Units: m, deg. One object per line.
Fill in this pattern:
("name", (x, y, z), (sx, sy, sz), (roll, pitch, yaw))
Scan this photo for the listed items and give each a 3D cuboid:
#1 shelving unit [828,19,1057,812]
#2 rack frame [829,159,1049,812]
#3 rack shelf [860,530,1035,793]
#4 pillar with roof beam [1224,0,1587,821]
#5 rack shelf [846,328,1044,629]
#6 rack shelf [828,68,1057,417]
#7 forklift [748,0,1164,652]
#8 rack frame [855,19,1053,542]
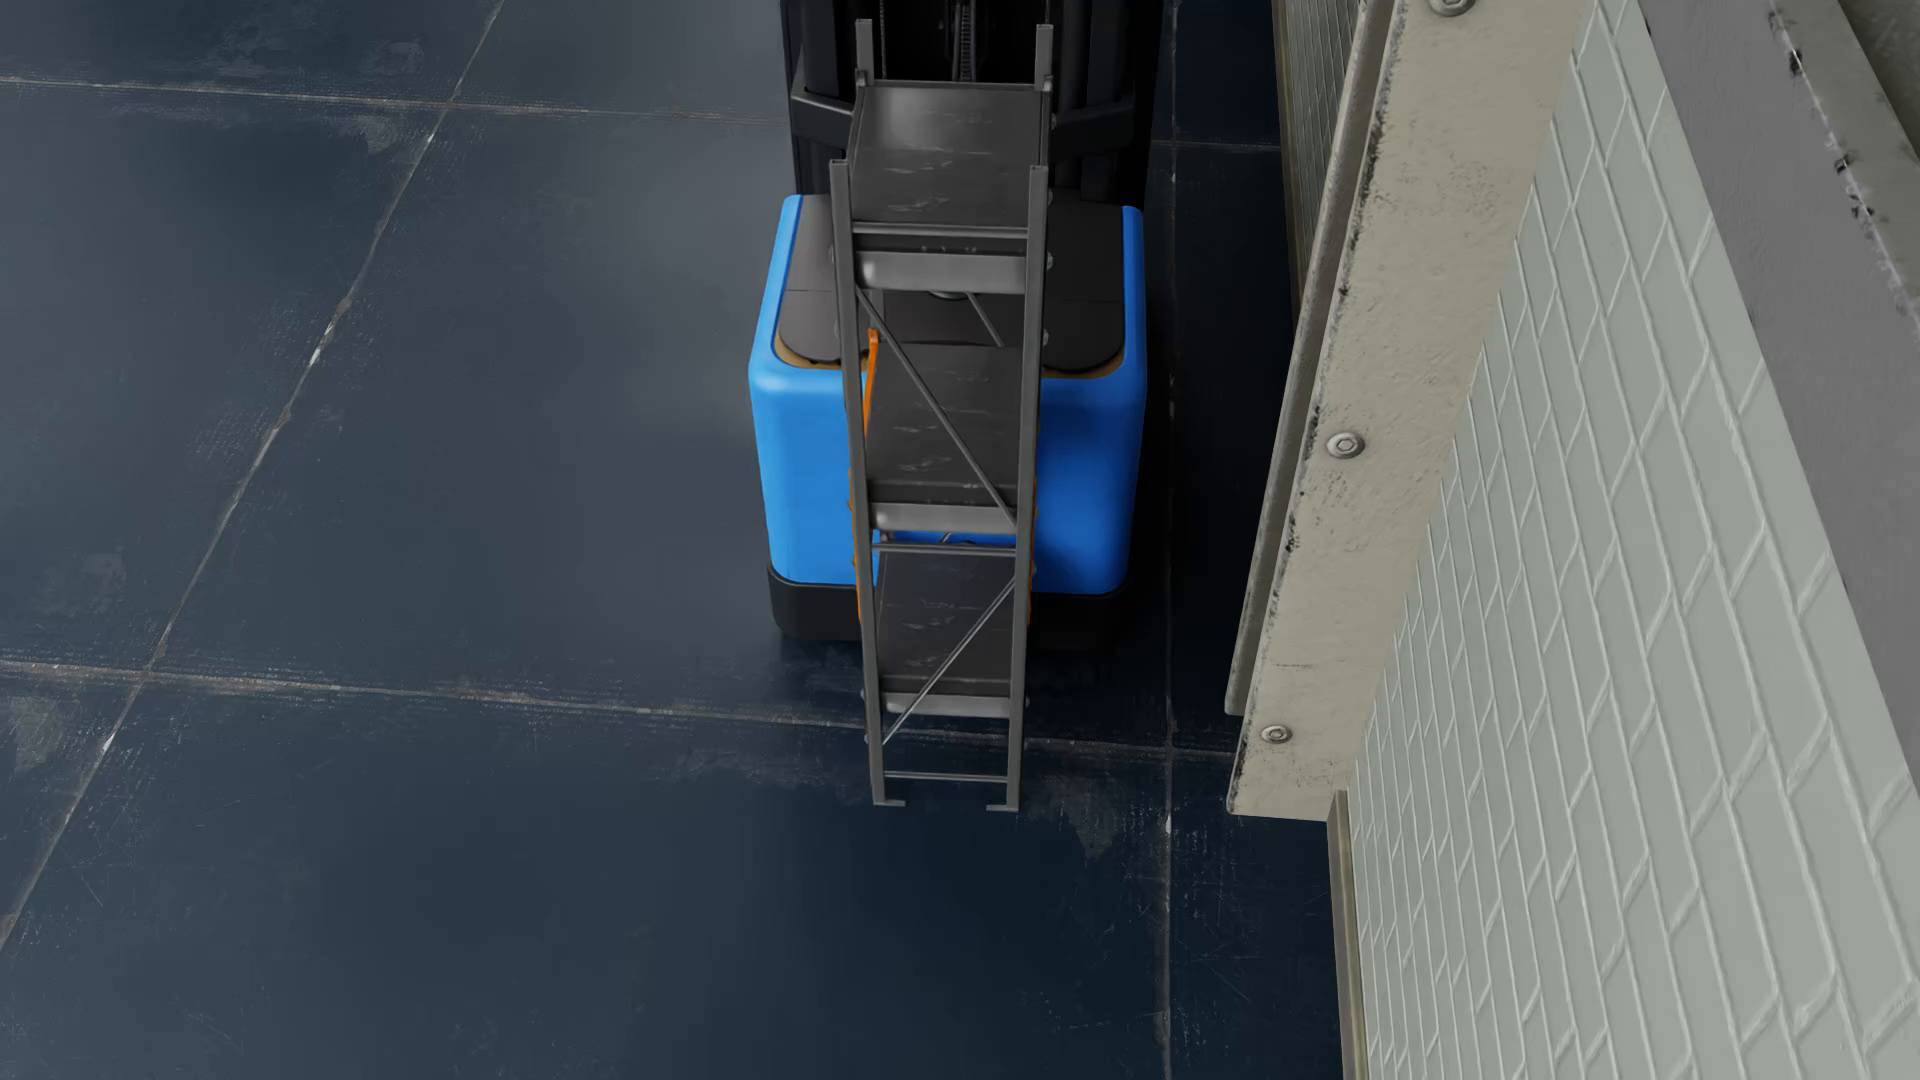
("shelving unit", (-0.025, -0.154, 3.968), (0.431, 2.100, 0.503), (2, 48, 2))
("rack frame", (-0.039, 0.025, 3.804), (0.400, 2.100, 0.015), (2, 48, 2))
("rack shelf", (-0.025, 0.327, 4.495), (0.431, 0.518, 0.480), (2, 48, 2))
("pillar with roof beam", (-3.383, -2.712, 1.632), (9.100, 9.000, 0.400), (4, 48, 4))
("rack shelf", (-0.025, -0.145, 3.978), (0.431, 0.518, 0.480), (2, 48, 2))
("rack shelf", (-0.025, -0.618, 3.462), (0.431, 0.518, 0.480), (2, 48, 2))
("forklift", (0.046, -1.747, 4.862), (1.130, 2.935, 3.031), (2, 48, 2))
("rack frame", (-0.012, -0.334, 4.133), (0.400, 2.100, 0.015), (2, 48, 2))
